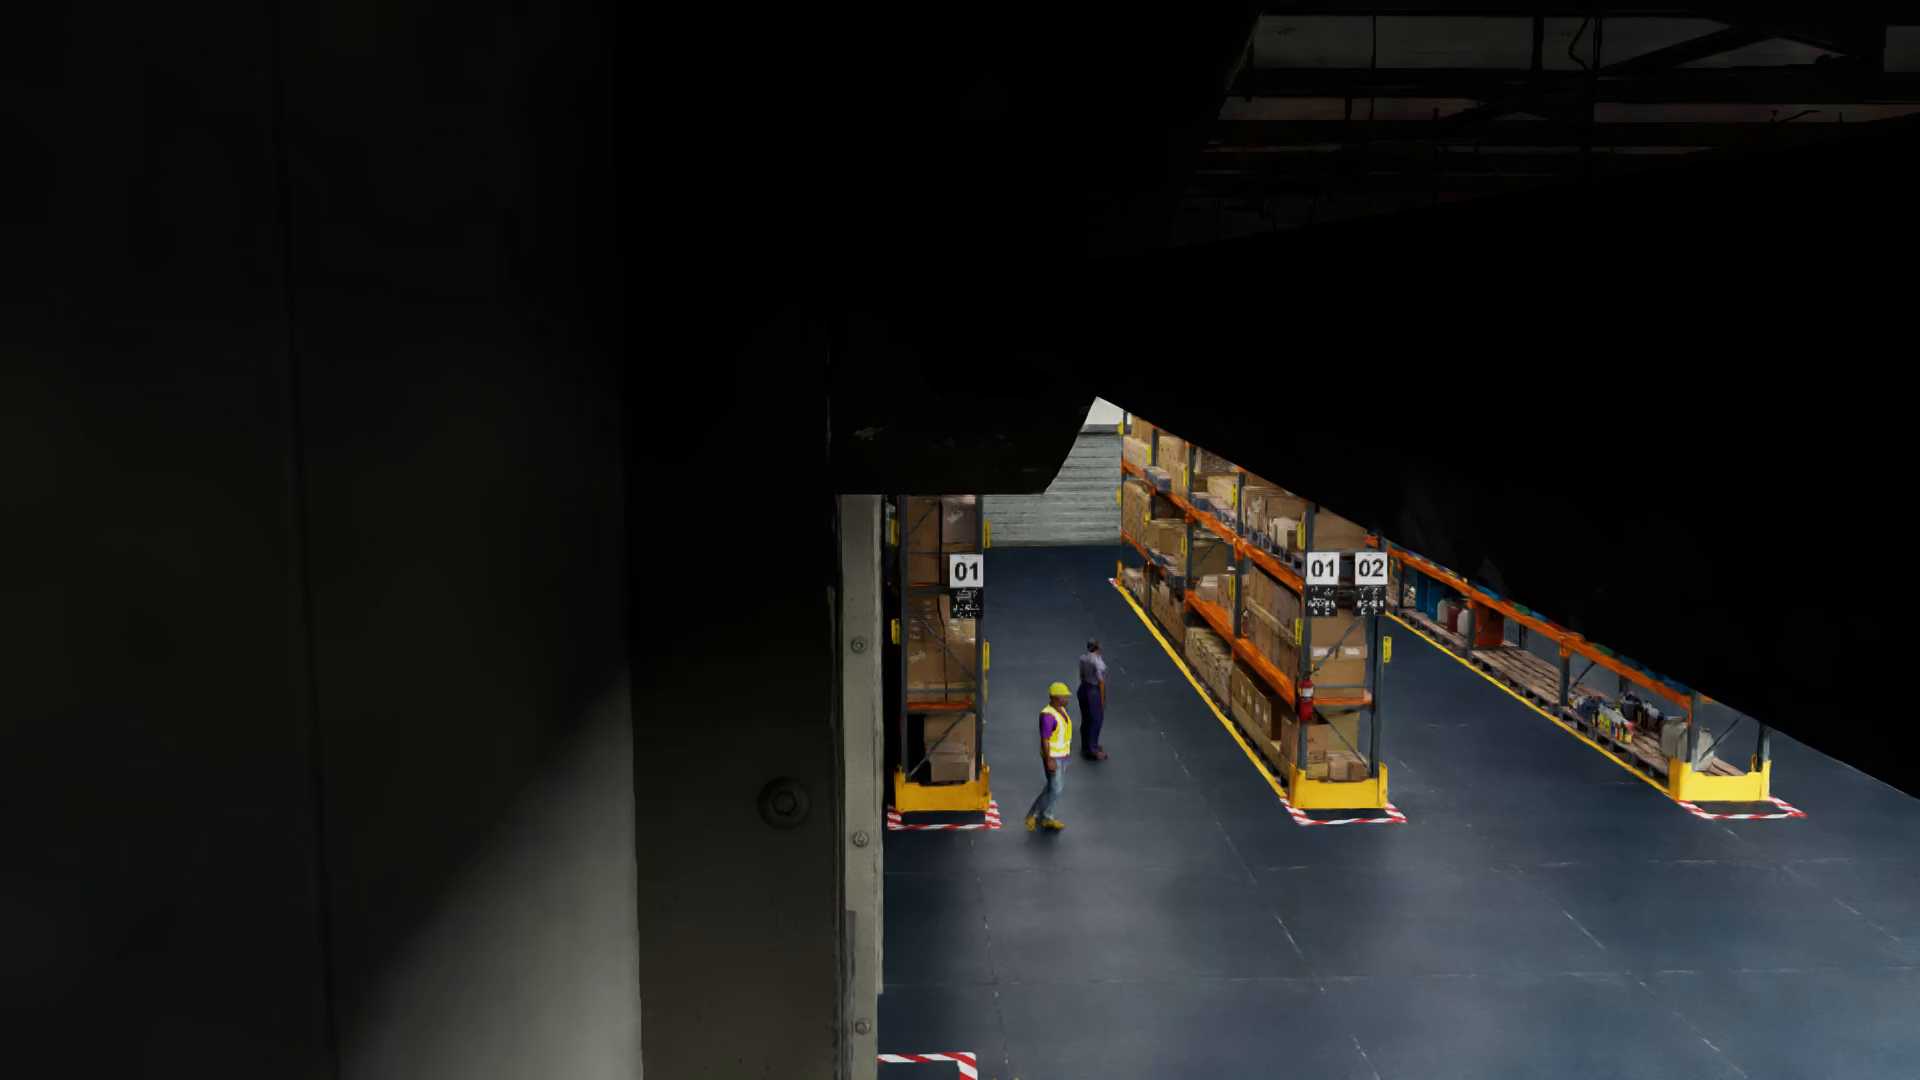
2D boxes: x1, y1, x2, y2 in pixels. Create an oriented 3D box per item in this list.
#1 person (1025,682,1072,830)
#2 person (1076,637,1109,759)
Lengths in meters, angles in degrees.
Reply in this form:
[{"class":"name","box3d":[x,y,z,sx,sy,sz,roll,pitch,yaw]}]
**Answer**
[{"class":"person","box3d":[1.052,2.559,19.694,0.464,1.761,0.711,4,9,25]},{"class":"person","box3d":[1.855,2.146,22.887,0.431,1.652,0.527,-5,10,-30]}]
